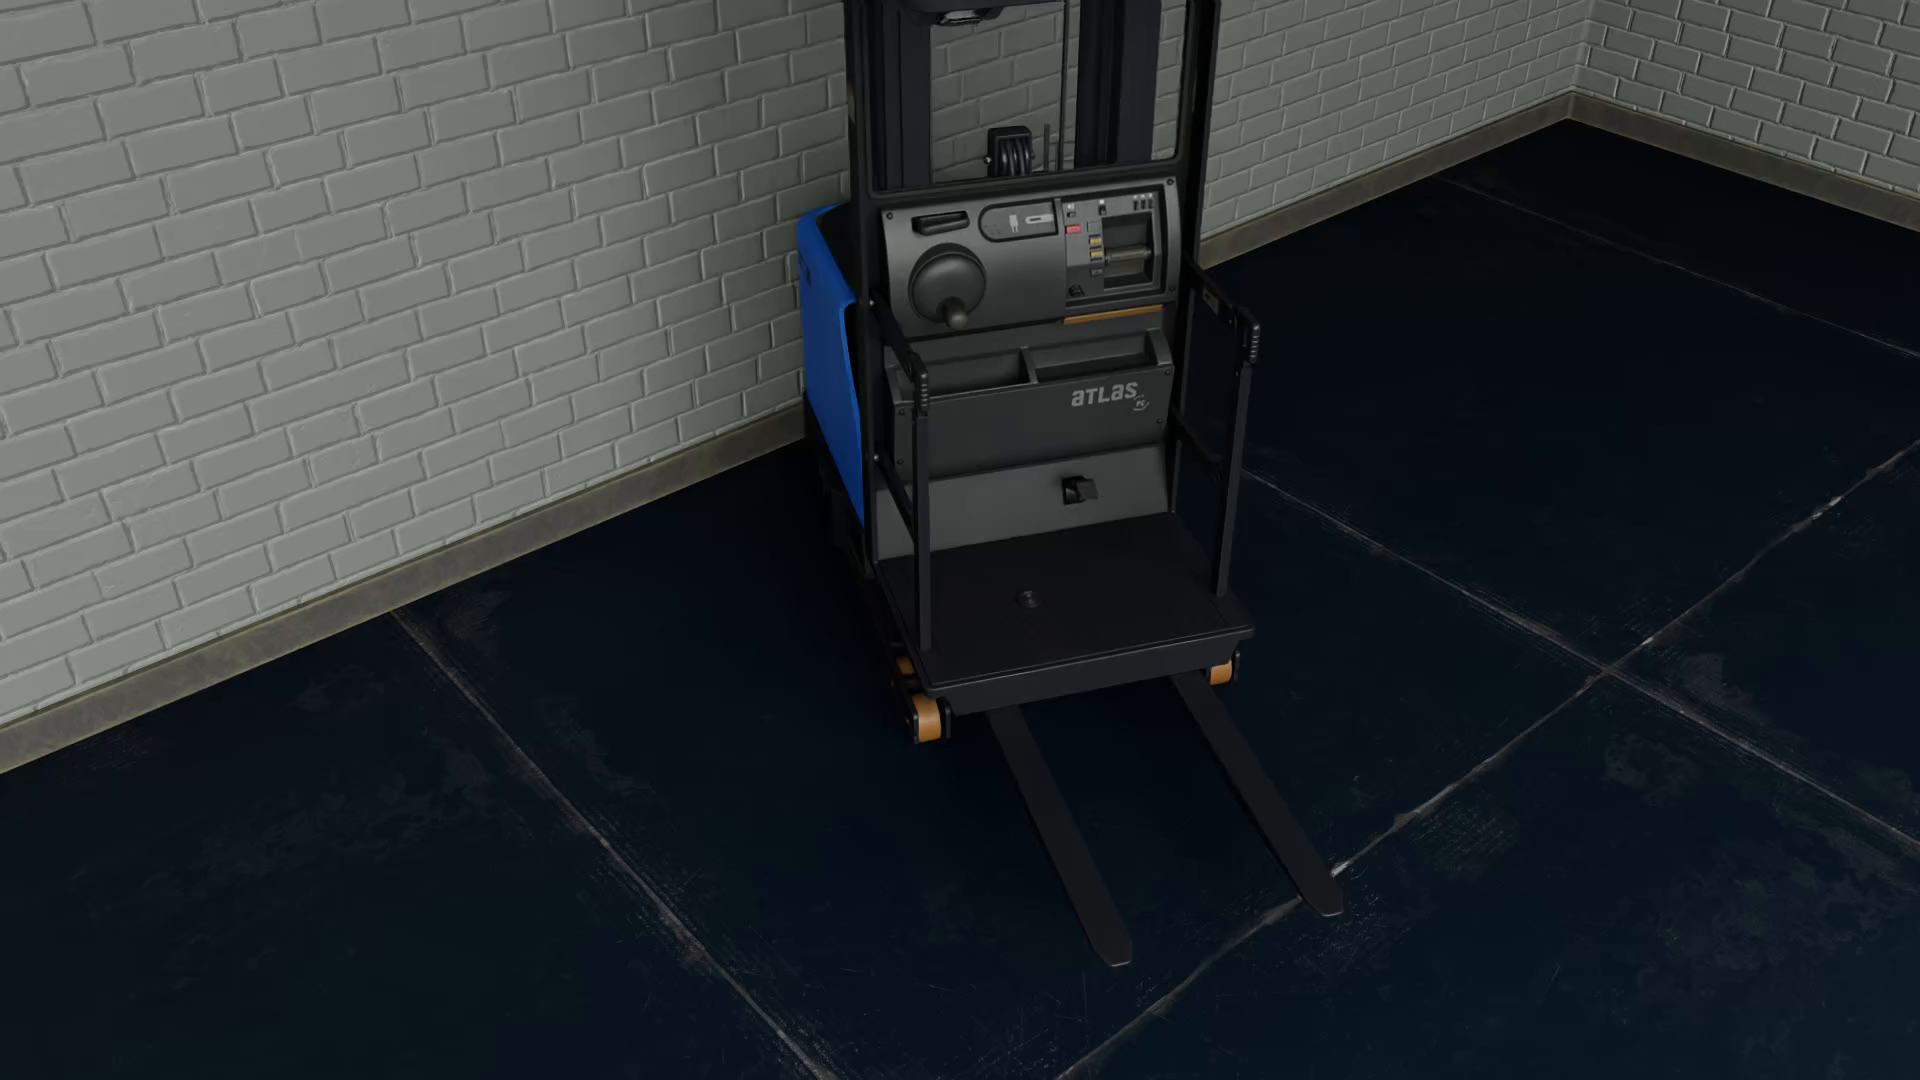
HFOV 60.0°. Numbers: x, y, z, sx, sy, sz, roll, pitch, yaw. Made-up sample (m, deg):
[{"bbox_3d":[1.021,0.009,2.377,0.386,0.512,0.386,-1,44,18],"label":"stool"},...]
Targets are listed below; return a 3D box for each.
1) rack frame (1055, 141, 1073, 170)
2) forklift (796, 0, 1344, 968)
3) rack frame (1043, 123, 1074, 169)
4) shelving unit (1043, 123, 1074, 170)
[{"bbox_3d":[0.482,-1.034,6.668,0.240,1.200,0.006,-7,35,-9],"label":"rack frame"},{"bbox_3d":[0.286,-0.803,4.848,1.130,2.935,3.031,-10,36,-13],"label":"forklift"},{"bbox_3d":[0.446,-1.136,6.816,0.240,1.200,0.006,-7,35,-9],"label":"rack frame"},{"bbox_3d":[0.464,-1.085,6.742,0.258,1.200,0.189,-7,35,-9],"label":"shelving unit"}]
